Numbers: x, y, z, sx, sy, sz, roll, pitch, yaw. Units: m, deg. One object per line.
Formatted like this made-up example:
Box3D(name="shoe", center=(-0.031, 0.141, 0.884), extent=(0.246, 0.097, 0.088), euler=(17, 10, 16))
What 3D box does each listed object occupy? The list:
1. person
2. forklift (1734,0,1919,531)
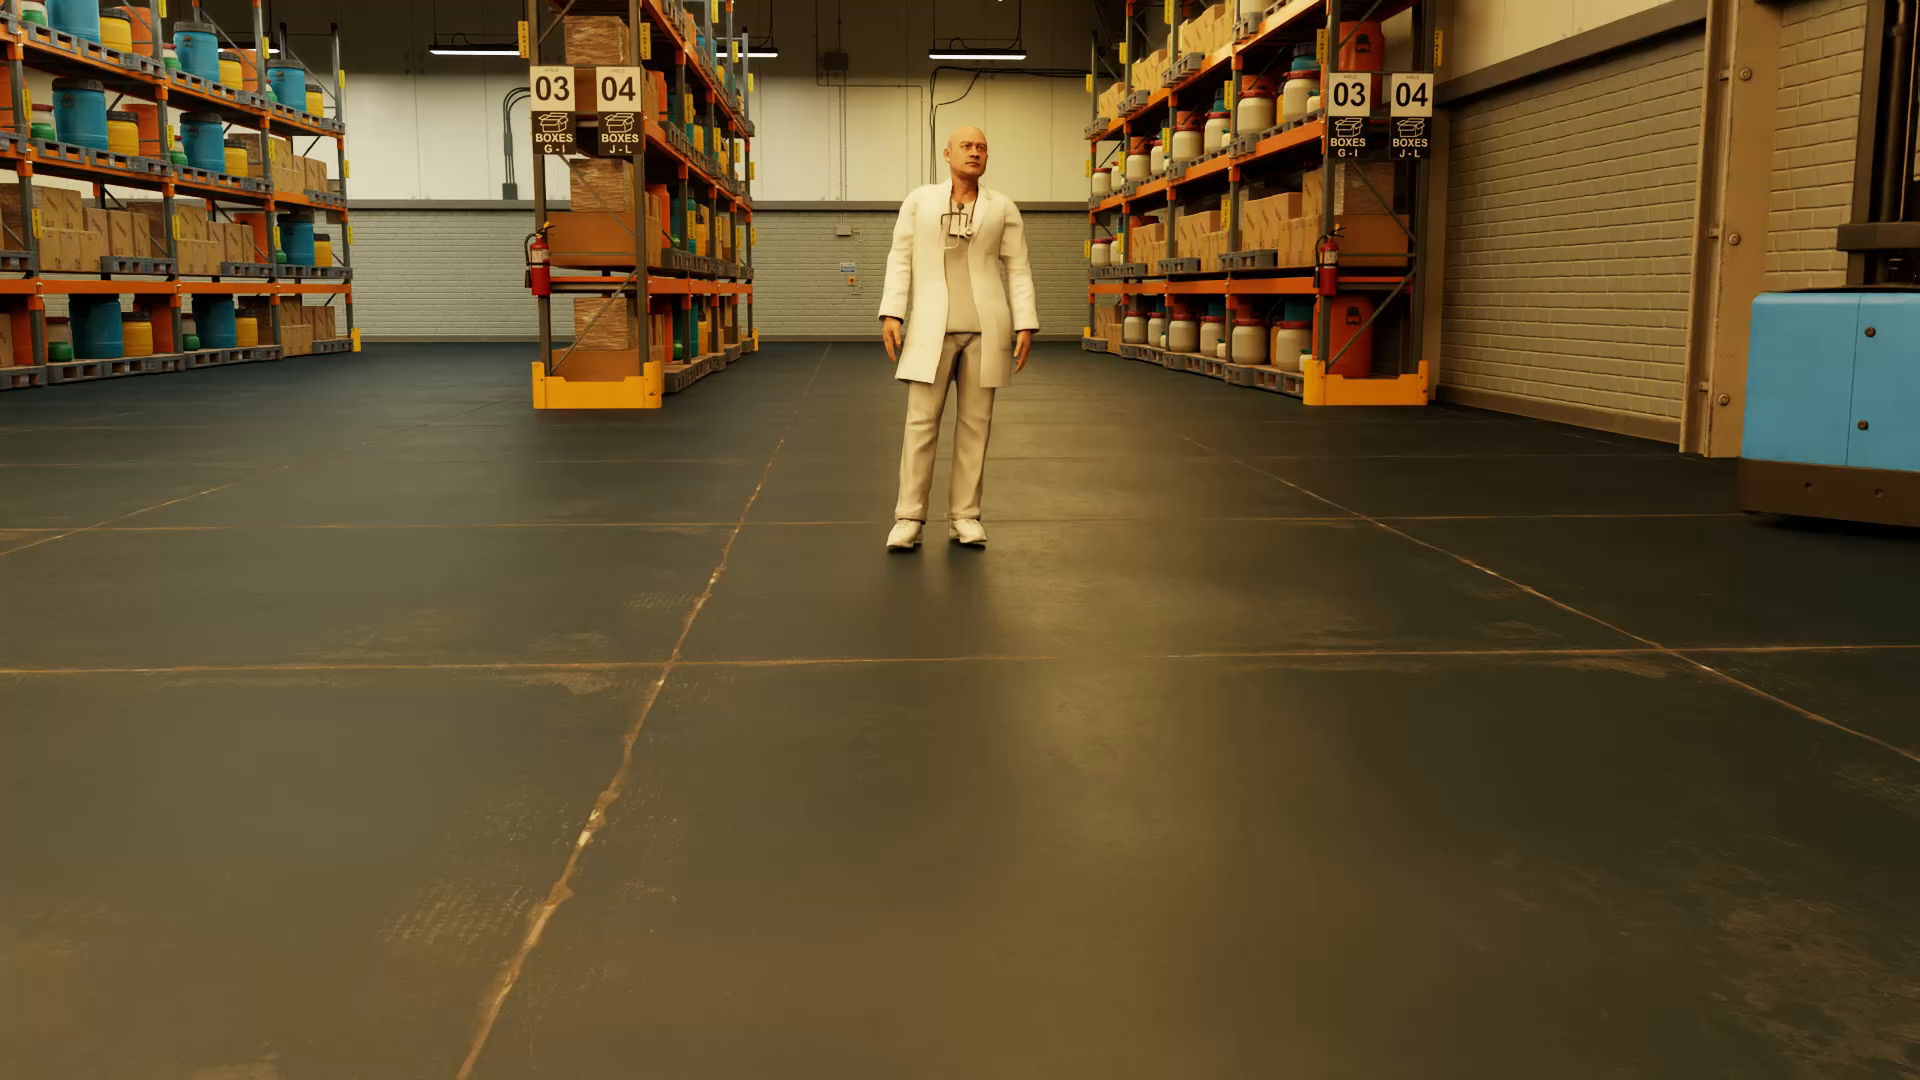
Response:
Box3D(name="person", center=(0.001, -0.873, 7.089), extent=(0.696, 1.775, 0.581), euler=(-1, 8, -4))
Box3D(name="forklift", center=(5.112, -1.605, 8.142), extent=(3.031, 2.935, 1.130), euler=(-7, 11, -38))
